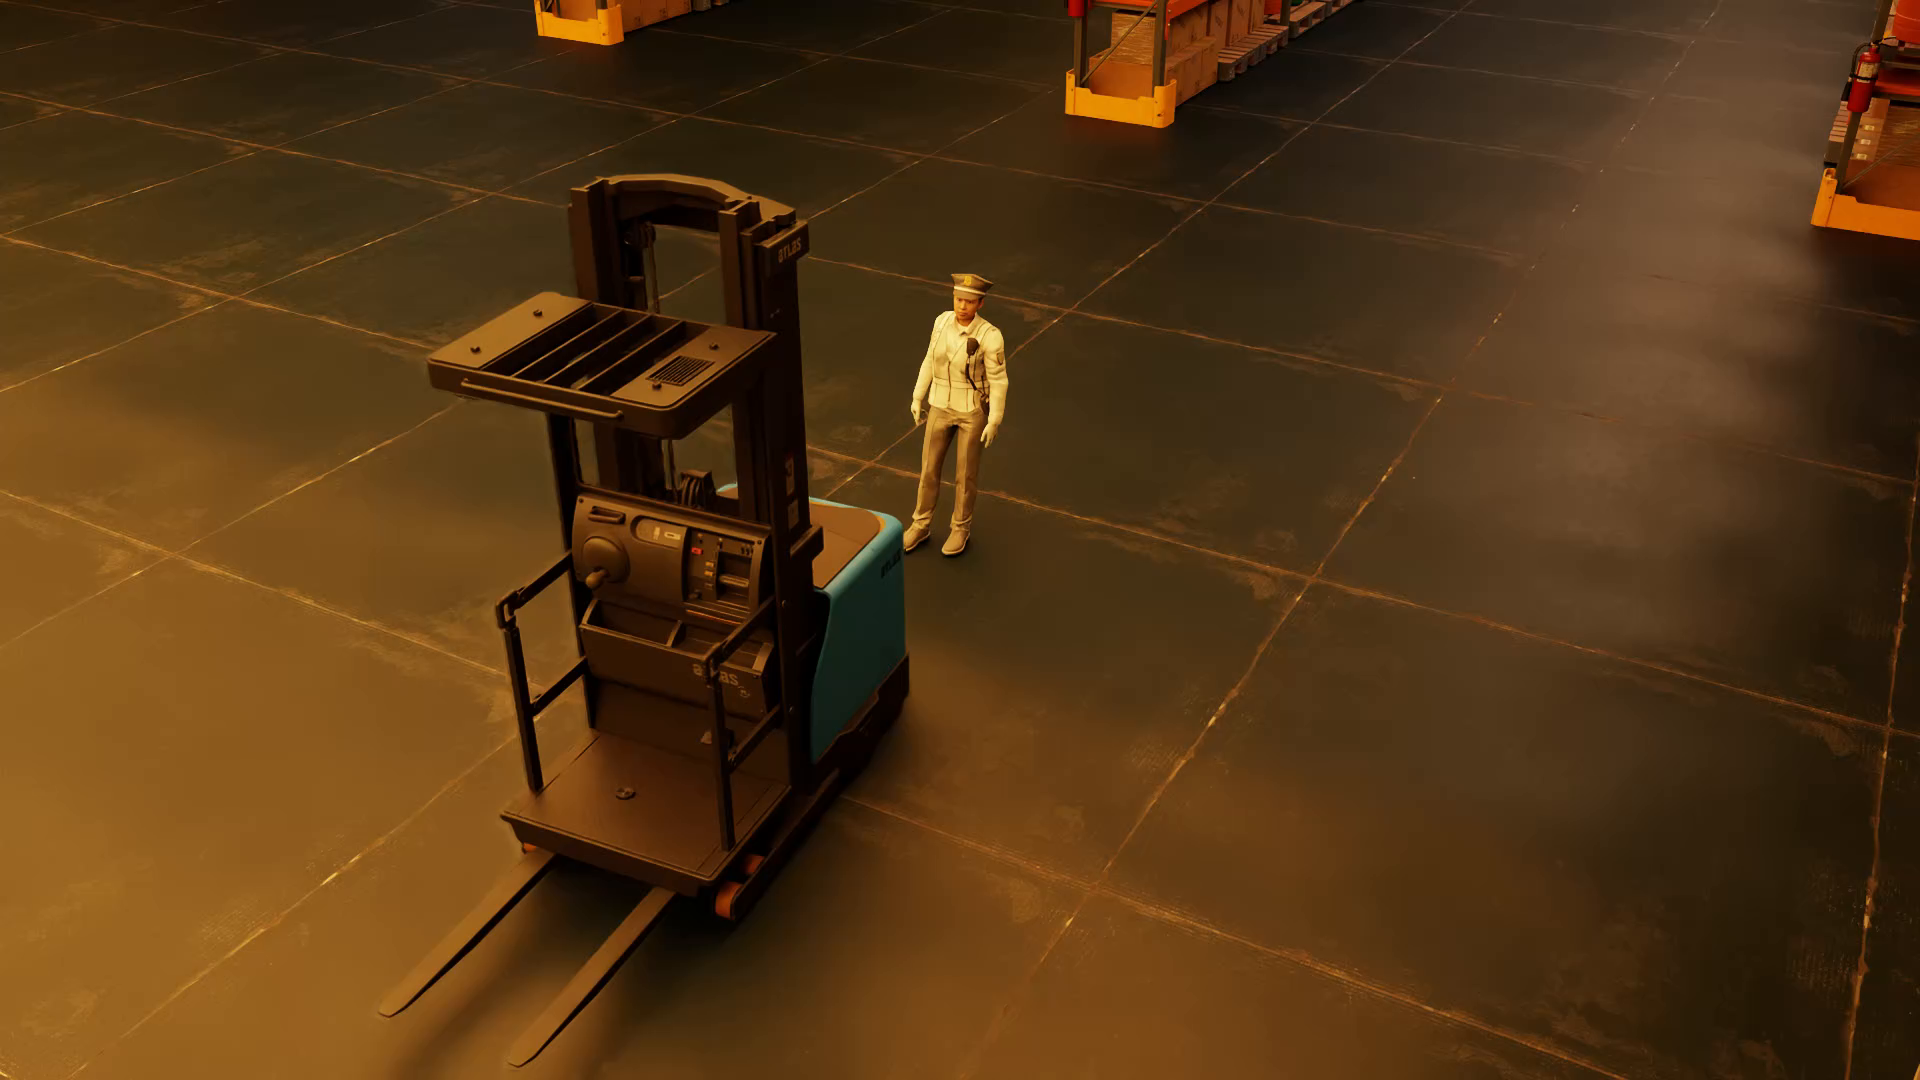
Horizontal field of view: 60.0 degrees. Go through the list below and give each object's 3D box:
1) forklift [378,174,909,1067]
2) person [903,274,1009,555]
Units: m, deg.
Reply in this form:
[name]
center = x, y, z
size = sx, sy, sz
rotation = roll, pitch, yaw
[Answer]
[forklift]
center = -1.322, 0.120, 6.862
size = 1.130, 2.935, 3.031
rotation = 13, 32, 21
[person]
center = -0.038, -0.712, 9.528
size = 0.588, 1.696, 0.533
rotation = 15, 33, 25
